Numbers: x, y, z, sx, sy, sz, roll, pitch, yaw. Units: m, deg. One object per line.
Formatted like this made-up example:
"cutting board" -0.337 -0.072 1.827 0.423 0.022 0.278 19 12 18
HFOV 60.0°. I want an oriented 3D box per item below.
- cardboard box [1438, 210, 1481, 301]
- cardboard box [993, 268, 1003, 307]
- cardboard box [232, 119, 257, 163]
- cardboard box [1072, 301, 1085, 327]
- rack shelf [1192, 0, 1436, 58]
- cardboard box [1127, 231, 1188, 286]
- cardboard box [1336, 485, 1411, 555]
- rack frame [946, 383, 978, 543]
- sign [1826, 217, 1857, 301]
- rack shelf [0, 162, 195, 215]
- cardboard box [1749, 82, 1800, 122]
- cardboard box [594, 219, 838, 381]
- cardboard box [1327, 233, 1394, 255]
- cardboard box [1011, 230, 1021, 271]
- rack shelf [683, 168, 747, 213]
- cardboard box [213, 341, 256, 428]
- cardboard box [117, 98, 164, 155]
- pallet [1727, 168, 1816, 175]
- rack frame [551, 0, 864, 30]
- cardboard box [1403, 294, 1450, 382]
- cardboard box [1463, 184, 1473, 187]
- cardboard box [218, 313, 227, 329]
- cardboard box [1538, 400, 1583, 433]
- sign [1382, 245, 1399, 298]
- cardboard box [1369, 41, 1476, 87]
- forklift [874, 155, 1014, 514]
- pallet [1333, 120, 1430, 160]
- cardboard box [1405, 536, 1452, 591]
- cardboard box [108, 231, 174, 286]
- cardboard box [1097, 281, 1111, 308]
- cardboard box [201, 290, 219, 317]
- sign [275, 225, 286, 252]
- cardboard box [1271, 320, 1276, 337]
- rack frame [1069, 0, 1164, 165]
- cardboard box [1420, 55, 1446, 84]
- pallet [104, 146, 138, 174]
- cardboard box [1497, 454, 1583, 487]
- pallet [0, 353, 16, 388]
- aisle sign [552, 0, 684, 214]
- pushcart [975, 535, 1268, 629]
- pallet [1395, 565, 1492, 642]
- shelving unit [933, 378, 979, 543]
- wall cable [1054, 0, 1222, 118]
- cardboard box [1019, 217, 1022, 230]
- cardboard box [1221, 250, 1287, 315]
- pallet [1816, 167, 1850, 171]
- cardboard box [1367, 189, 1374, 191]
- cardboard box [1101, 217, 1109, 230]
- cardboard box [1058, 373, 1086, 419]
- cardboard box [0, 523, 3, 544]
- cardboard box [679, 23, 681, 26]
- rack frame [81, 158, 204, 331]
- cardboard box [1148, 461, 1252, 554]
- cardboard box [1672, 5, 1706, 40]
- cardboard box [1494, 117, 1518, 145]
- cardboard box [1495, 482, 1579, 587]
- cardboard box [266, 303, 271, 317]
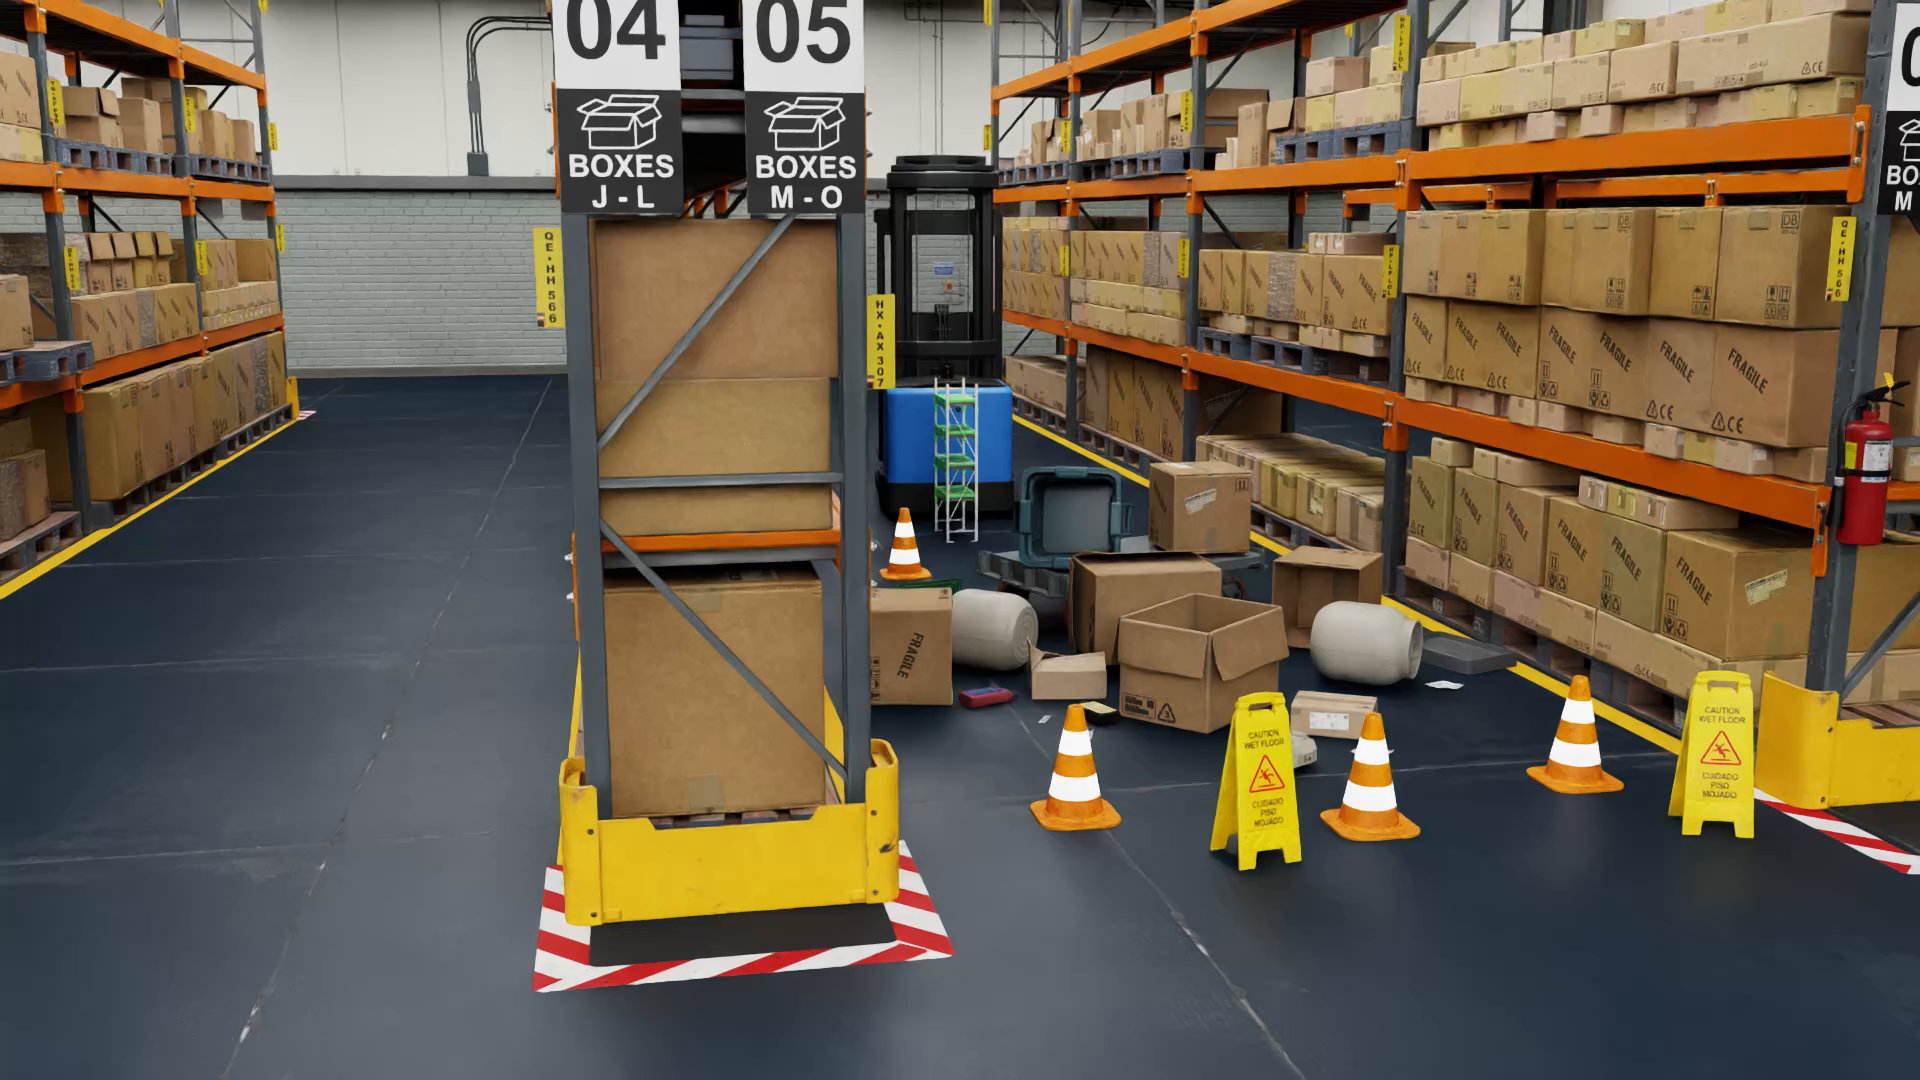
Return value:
"cardboard box" 3.189 -1.636 9.532 0.700 0.500 0.500 -2 11 -11
"cardboard box" 0.716 -3.284 21.661 0.500 0.500 0.500 -2 11 -11
"cardboard box" -8.662 -4.658 19.465 0.700 0.500 0.500 -3 11 -14
"cardboard box" 1.509 -2.436 17.873 0.500 0.250 0.500 -2 11 -12
"rack shelf" 2.850 -3.897 12.096 1.077 0.370 4.000 -2 11 -11
"cardboard box" 1.906 -2.677 15.797 0.500 0.500 0.500 -2 11 -11
"cardboard box" 3.134 -0.144 11.336 0.950 0.372 0.625 -2 11 -10
"rack frame" 0.015 -0.575 12.509 0.240 1.200 0.015 -2 11 -11
"sign" 3.468 -1.107 6.546 0.100 0.325 0.005 -2 11 -11
"rack shelf" -7.649 -2.993 14.300 1.077 0.370 4.000 -2 11 -11
"cardboard box" 3.592 -1.849 7.037 0.380 0.149 0.250 -2 11 -11
"cardboard box" -0.853 -0.874 5.977 0.875 0.550 0.550 -2 11 -11
"cardboard box" 2.780 -2.055 11.551 0.380 0.149 0.250 -2 11 -13
"cardboard box" 0.934 -3.587 20.577 0.500 0.500 0.500 -2 11 -11
"rack shelf" -1.986 -2.421 11.296 1.077 0.370 4.000 -2 11 -11
"cardboard box" -8.263 -1.691 18.118 0.875 0.875 0.875 -2 11 -11
"cardboard box" -7.915 -3.862 15.554 0.700 0.500 0.500 -2 11 -10
"pallet" 7.548 -3.307 14.531 1.213 0.211 1.003 -2 11 -8
"rack frame" -0.819 -3.148 5.166 1.000 3.000 0.127 -2 11 -11
"cardboard box" 3.051 -1.237 10.110 0.500 0.500 0.500 -2 11 -11
"cardboard box" 6.147 -4.231 19.555 0.380 0.149 0.250 -2 11 -11
"cardboard box" -7.872 -2.279 17.319 0.380 0.149 0.250 -2 11 -9
"cardboard box" 3.301 -0.660 8.811 0.380 0.149 0.250 -2 11 -11
"sign" 2.695 -1.681 10.407 0.100 0.325 0.005 -2 11 -11
"cardboard box" 3.001 -3.086 10.806 0.500 0.250 0.500 -2 11 -10
"forklift" -0.198 -1.882 14.746 1.130 2.935 3.031 -1 11 -5
"pallet" 3.223 -2.631 10.977 1.213 0.211 1.003 -2 11 -11
"cardboard box" 3.088 0.130 10.222 0.500 0.250 0.500 -3 11 -14
"cardboard box" -7.906 -2.665 15.723 0.797 0.503 0.637 -2 11 -12
"cardboard box" 1.693 -2.493 16.835 0.500 0.250 0.500 -2 11 -10
"cardboard box" -7.873 -2.408 16.929 0.500 0.250 0.500 -2 11 -12
"sign" -8.281 -3.675 20.254 0.100 0.325 0.005 -2 11 -11
"cardboard box" 2.621 -1.635 12.812 0.380 0.149 0.250 -2 11 -9
"rack frame" 1.683 -5.547 17.773 1.000 3.000 0.127 -2 11 -11
"cardboard box" 2.980 -2.805 9.927 0.380 0.149 0.250 -2 11 -12
"pallet" -7.658 -3.208 14.010 1.003 0.211 1.213 -2 11 -8
"cardboard box" 3.211 -0.389 9.206 0.380 0.149 0.250 -1 11 -8
"pallet" -6.835 -1.050 10.704 1.003 0.211 1.213 -2 11 -11
"aisle sign" -1.100 -1.454 5.358 0.394 0.787 0.004 -2 11 -11
"pushcart" 1.012 0.248 10.386 1.648 0.377 0.936 -6 13 -31
"pallet" 3.404 0.359 10.245 1.003 0.211 1.213 -2 11 -11
"shelving unit" -0.032 -0.620 12.744 0.258 1.200 0.503 -2 11 -11
"wall cable" 3.000 -7.453 27.688 2.988 3.039 0.133 -2 11 -11
"cardboard box" 0.940 -3.879 20.377 0.380 0.149 0.250 -2 11 -10
"cardboard box" 2.429 -2.081 13.424 0.500 0.500 0.500 -2 11 -8
"pallet" 7.769 -3.102 13.454 1.003 0.211 1.213 -2 11 -8
"cardboard box" 5.683 -4.751 22.284 0.380 0.149 0.250 -2 11 -10
"cardboard box" 1.810 -3.573 18.768 0.380 0.149 0.250 -2 11 -10
"cardboard box" 1.666 -1.667 19.159 0.875 0.438 0.875 -2 11 -12
"cardboard box" -6.873 -0.167 11.059 0.700 0.500 0.500 -1 11 -6
"cardboard box" -1.479 -2.358 7.254 0.500 0.250 0.500 -2 11 -10
"rack frame" -8.038 -2.239 16.440 1.000 3.000 0.127 -2 11 -11
"cardboard box" 1.498 -0.206 10.419 0.500 0.500 0.500 -2 11 -11
"cardboard box" 3.542 -2.380 7.698 0.380 0.149 0.250 -2 11 -11
"cardboard box" 3.221 -2.278 9.291 0.380 0.149 0.250 -2 11 -9
"cardboard box" 3.303 -0.046 9.139 0.500 0.500 0.500 -2 11 -8
"cardboard box" -8.324 -2.702 19.544 0.380 0.149 0.250 -2 11 -11
